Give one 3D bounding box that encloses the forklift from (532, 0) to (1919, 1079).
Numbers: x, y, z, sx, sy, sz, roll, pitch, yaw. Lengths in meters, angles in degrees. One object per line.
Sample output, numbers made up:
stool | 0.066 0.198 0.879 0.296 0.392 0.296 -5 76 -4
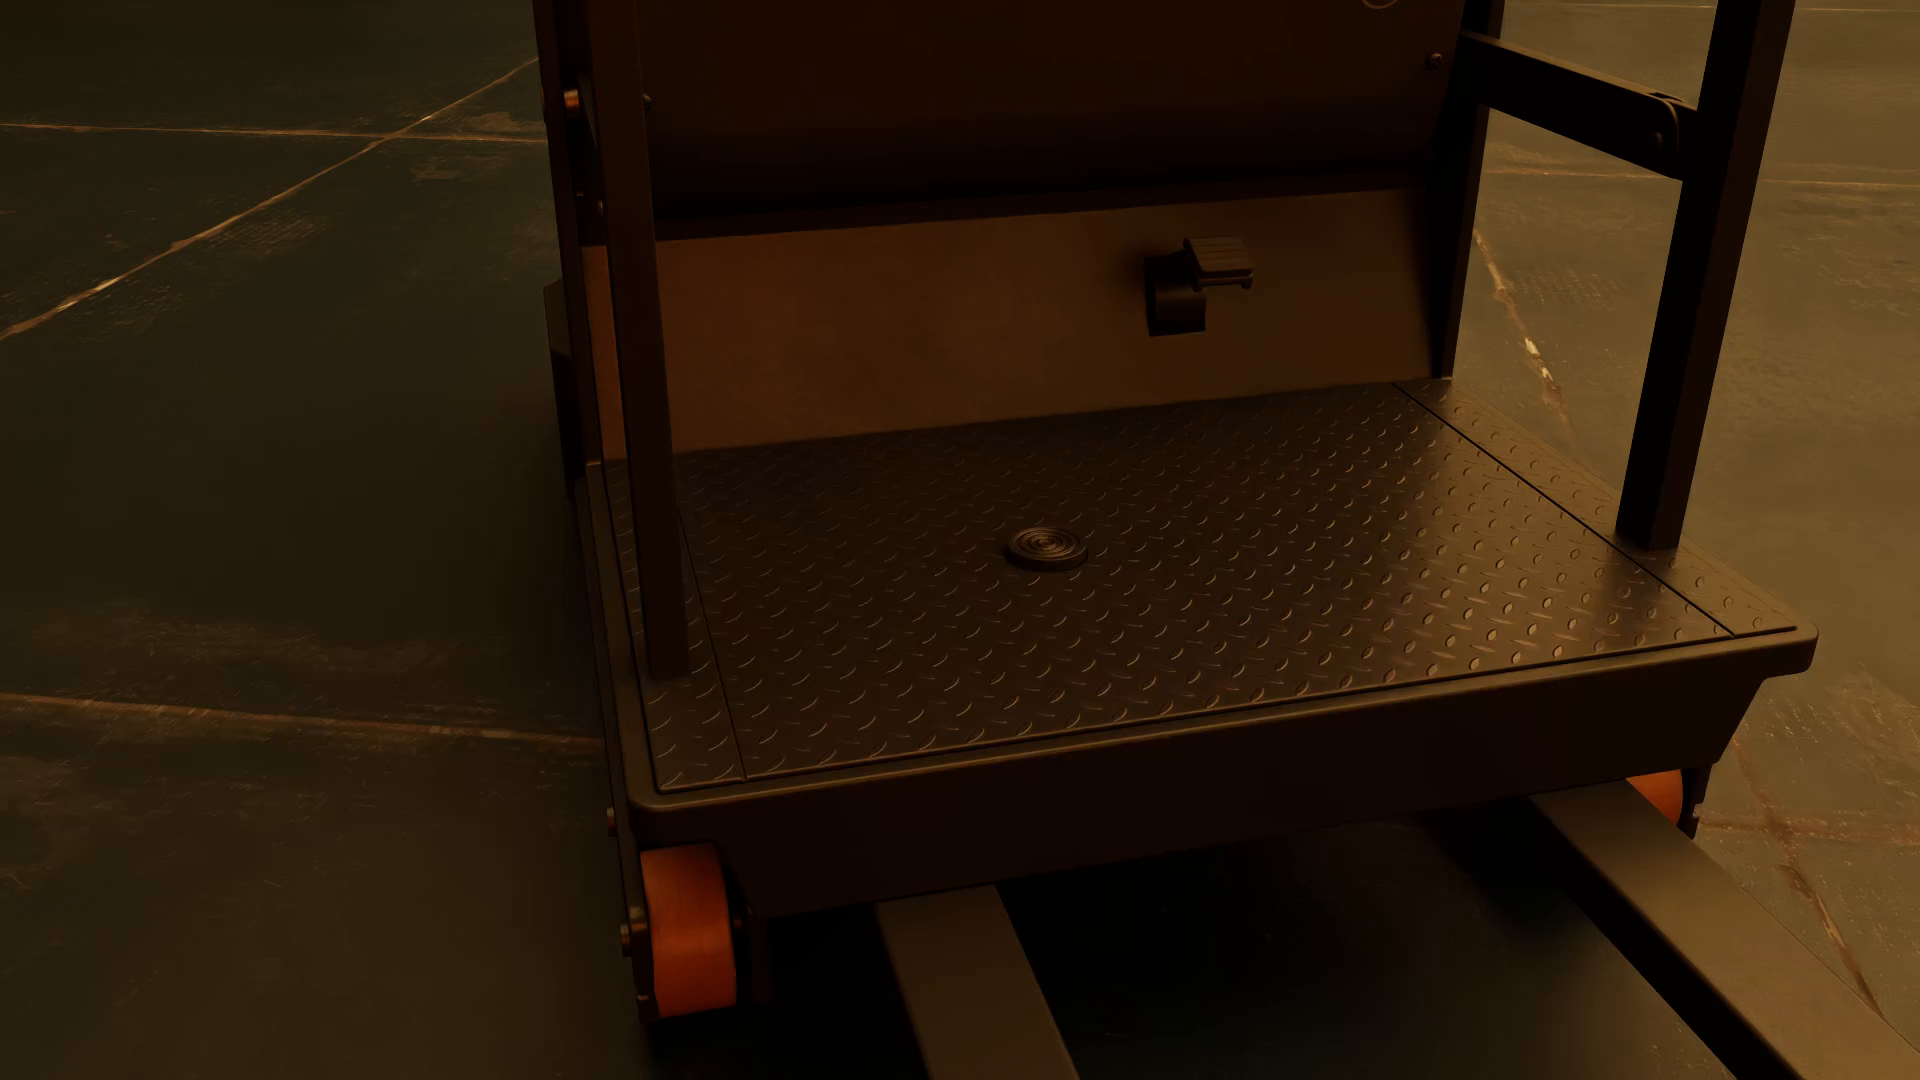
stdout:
forklift | 0.153 -1.049 1.319 1.130 2.935 3.031 -7 27 -13
